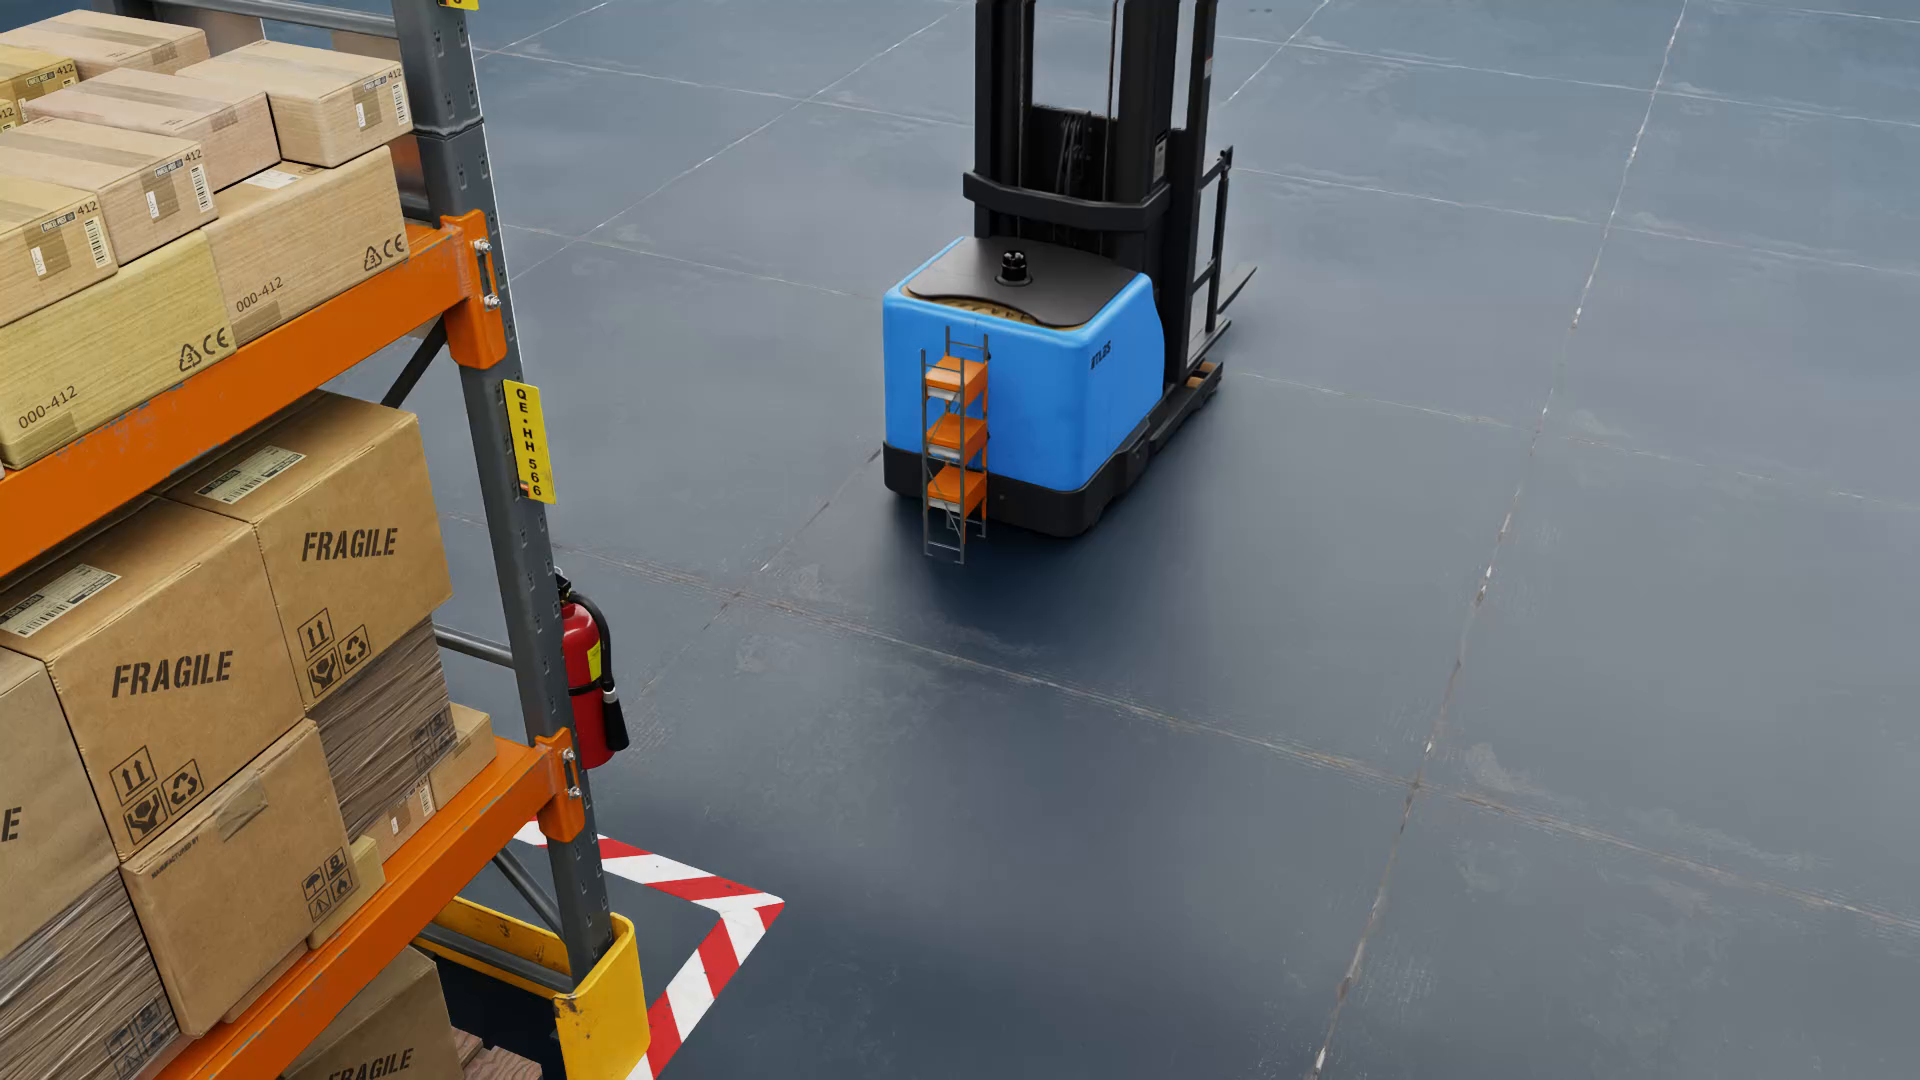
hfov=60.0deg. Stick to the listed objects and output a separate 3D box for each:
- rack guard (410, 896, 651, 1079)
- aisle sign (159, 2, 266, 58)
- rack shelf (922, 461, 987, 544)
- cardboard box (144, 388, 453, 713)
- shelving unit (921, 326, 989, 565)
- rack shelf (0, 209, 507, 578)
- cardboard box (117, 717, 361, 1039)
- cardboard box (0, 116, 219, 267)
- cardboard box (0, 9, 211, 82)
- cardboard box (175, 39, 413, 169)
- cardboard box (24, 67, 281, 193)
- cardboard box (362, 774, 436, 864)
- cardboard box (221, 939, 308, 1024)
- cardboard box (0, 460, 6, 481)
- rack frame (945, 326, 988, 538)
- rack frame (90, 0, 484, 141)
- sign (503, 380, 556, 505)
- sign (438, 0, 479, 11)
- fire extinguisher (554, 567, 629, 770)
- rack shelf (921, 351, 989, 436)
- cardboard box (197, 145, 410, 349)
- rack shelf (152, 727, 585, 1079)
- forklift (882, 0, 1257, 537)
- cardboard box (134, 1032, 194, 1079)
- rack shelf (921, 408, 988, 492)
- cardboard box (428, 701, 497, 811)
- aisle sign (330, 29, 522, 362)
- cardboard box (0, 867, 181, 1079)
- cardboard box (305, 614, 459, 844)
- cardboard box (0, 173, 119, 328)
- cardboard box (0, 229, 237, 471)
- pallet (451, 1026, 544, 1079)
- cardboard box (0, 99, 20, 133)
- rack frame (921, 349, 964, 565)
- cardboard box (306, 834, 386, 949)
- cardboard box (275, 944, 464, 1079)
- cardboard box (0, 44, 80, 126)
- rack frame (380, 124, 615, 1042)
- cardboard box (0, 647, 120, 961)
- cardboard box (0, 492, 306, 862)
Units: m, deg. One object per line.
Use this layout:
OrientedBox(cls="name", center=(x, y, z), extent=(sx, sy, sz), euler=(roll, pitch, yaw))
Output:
OrientedBox(cls="rack guard", center=(-1.569, 1.328, 5.269), extent=(1.175, 0.500, 0.348), euler=(14, 36, 20))
OrientedBox(cls="aisle sign", center=(-1.783, -0.942, 4.080), extent=(0.394, 0.787, 0.004), euler=(14, 36, 20))
OrientedBox(cls="rack shelf", center=(-0.022, -0.171, 7.580), extent=(0.215, 0.259, 0.240), euler=(14, 36, 20))
OrientedBox(cls="cardboard box", center=(-1.543, -0.009, 3.754), extent=(0.500, 0.500, 0.500), euler=(14, 36, 20))
OrientedBox(cls="shelving unit", center=(-0.022, -0.412, 7.421), extent=(0.215, 1.050, 0.252), euler=(14, 36, 20))
OrientedBox(cls="rack shelf", center=(-2.374, 0.287, 2.497), extent=(1.077, 0.370, 4.000), euler=(14, 36, 20))
OrientedBox(cls="cardboard box", center=(-1.892, 0.623, 3.702), extent=(0.875, 0.500, 0.500), euler=(14, 36, 20))
OrientedBox(cls="cardboard box", center=(-1.600, -0.640, 3.027), extent=(0.380, 0.149, 0.250), euler=(13, 35, 18))
OrientedBox(cls="cardboard box", center=(-1.862, -1.029, 3.622), extent=(0.380, 0.149, 0.250), euler=(14, 36, 20))
OrientedBox(cls="cardboard box", center=(-1.370, -0.904, 3.430), extent=(0.380, 0.149, 0.250), euler=(14, 36, 20))
OrientedBox(cls="cardboard box", center=(-1.585, -0.801, 3.274), extent=(0.380, 0.149, 0.250), euler=(13, 35, 19))
OrientedBox(cls="cardboard box", center=(-1.574, 0.664, 4.232), extent=(0.380, 0.149, 0.250), euler=(14, 36, 20))
OrientedBox(cls="cardboard box", center=(-1.750, 0.921, 3.839), extent=(0.380, 0.149, 0.250), euler=(14, 36, 20))
OrientedBox(cls="cardboard box", center=(-1.936, -0.146, 2.638), extent=(0.500, 0.250, 0.500), euler=(15, 36, 22))
OrientedBox(cls="rack frame", center=(0.029, -0.473, 7.514), extent=(0.200, 1.050, 0.008), euler=(14, 36, 20))
OrientedBox(cls="rack frame", center=(-1.537, -2.264, 2.996), extent=(1.000, 3.000, 0.127), euler=(14, 36, 20))
OrientedBox(cls="sign", center=(-1.041, -0.234, 4.027), extent=(0.100, 0.325, 0.005), euler=(14, 36, 20))
OrientedBox(cls="sign", center=(-1.041, -1.242, 3.366), extent=(0.100, 0.325, 0.005), euler=(14, 36, 20))
OrientedBox(cls="fire extinguisher", center=(-1.070, 0.326, 4.588), extent=(0.296, 0.674, 0.183), euler=(14, 36, 20))
OrientedBox(cls="rack shelf", center=(-0.022, -0.641, 7.272), extent=(0.215, 0.259, 0.240), euler=(14, 36, 20))
OrientedBox(cls="cardboard box", center=(-1.508, -0.648, 3.405), extent=(0.500, 0.250, 0.500), euler=(15, 36, 22))
OrientedBox(cls="rack shelf", center=(-2.374, 1.542, 3.319), extent=(1.077, 0.370, 4.000), euler=(14, 36, 20))
OrientedBox(cls="forklift", center=(0.761, -2.027, 8.168), extent=(1.130, 2.935, 3.031), euler=(16, 36, 23))
OrientedBox(cls="cardboard box", center=(-1.892, 1.036, 3.664), extent=(0.380, 0.149, 0.250), euler=(14, 36, 20))
OrientedBox(cls="rack shelf", center=(-0.022, -0.404, 7.427), extent=(0.215, 0.259, 0.240), euler=(14, 36, 20))
OrientedBox(cls="cardboard box", center=(-1.469, 0.539, 4.421), extent=(0.380, 0.149, 0.250), euler=(14, 36, 20))
OrientedBox(cls="aisle sign", center=(-1.238, -0.804, 3.870), extent=(0.394, 0.787, 0.004), euler=(14, 36, 20))
OrientedBox(cls="cardboard box", center=(-2.141, 0.862, 3.338), extent=(0.875, 0.500, 0.500), euler=(14, 36, 20))
OrientedBox(cls="cardboard box", center=(-1.792, 0.346, 4.124), extent=(0.875, 0.500, 0.500), euler=(14, 36, 20))
OrientedBox(cls="cardboard box", center=(-1.683, -0.509, 2.828), extent=(0.380, 0.149, 0.250), euler=(14, 36, 21))
OrientedBox(cls="cardboard box", center=(-1.714, -0.399, 3.024), extent=(0.500, 0.250, 0.500), euler=(14, 36, 21))
OrientedBox(cls="pallet", center=(-1.941, 1.845, 4.743), extent=(1.003, 0.211, 1.213), euler=(14, 36, 20))
OrientedBox(cls="cardboard box", center=(-2.052, -0.768, 3.224), extent=(0.380, 0.149, 0.250), euler=(14, 36, 20))
OrientedBox(cls="rack frame", center=(-0.073, -0.352, 7.329), extent=(0.200, 1.050, 0.008), euler=(14, 36, 20))
OrientedBox(cls="cardboard box", center=(-1.632, 0.800, 4.024), extent=(0.380, 0.149, 0.250), euler=(14, 36, 20))
OrientedBox(cls="cardboard box", center=(-1.813, 1.422, 4.743), extent=(0.500, 0.500, 0.500), euler=(21, 39, 29))
OrientedBox(cls="cardboard box", center=(-2.058, -0.923, 3.459), extent=(0.380, 0.149, 0.250), euler=(15, 36, 22))
OrientedBox(cls="rack frame", center=(-1.537, 0.245, 4.641), extent=(1.000, 3.000, 0.127), euler=(14, 36, 20))
OrientedBox(cls="cardboard box", center=(-1.958, 0.490, 2.993), extent=(0.500, 0.500, 0.500), euler=(14, 36, 20))
OrientedBox(cls="cardboard box", center=(-1.746, 0.241, 3.372), extent=(0.500, 0.500, 0.500), euler=(14, 36, 20))
